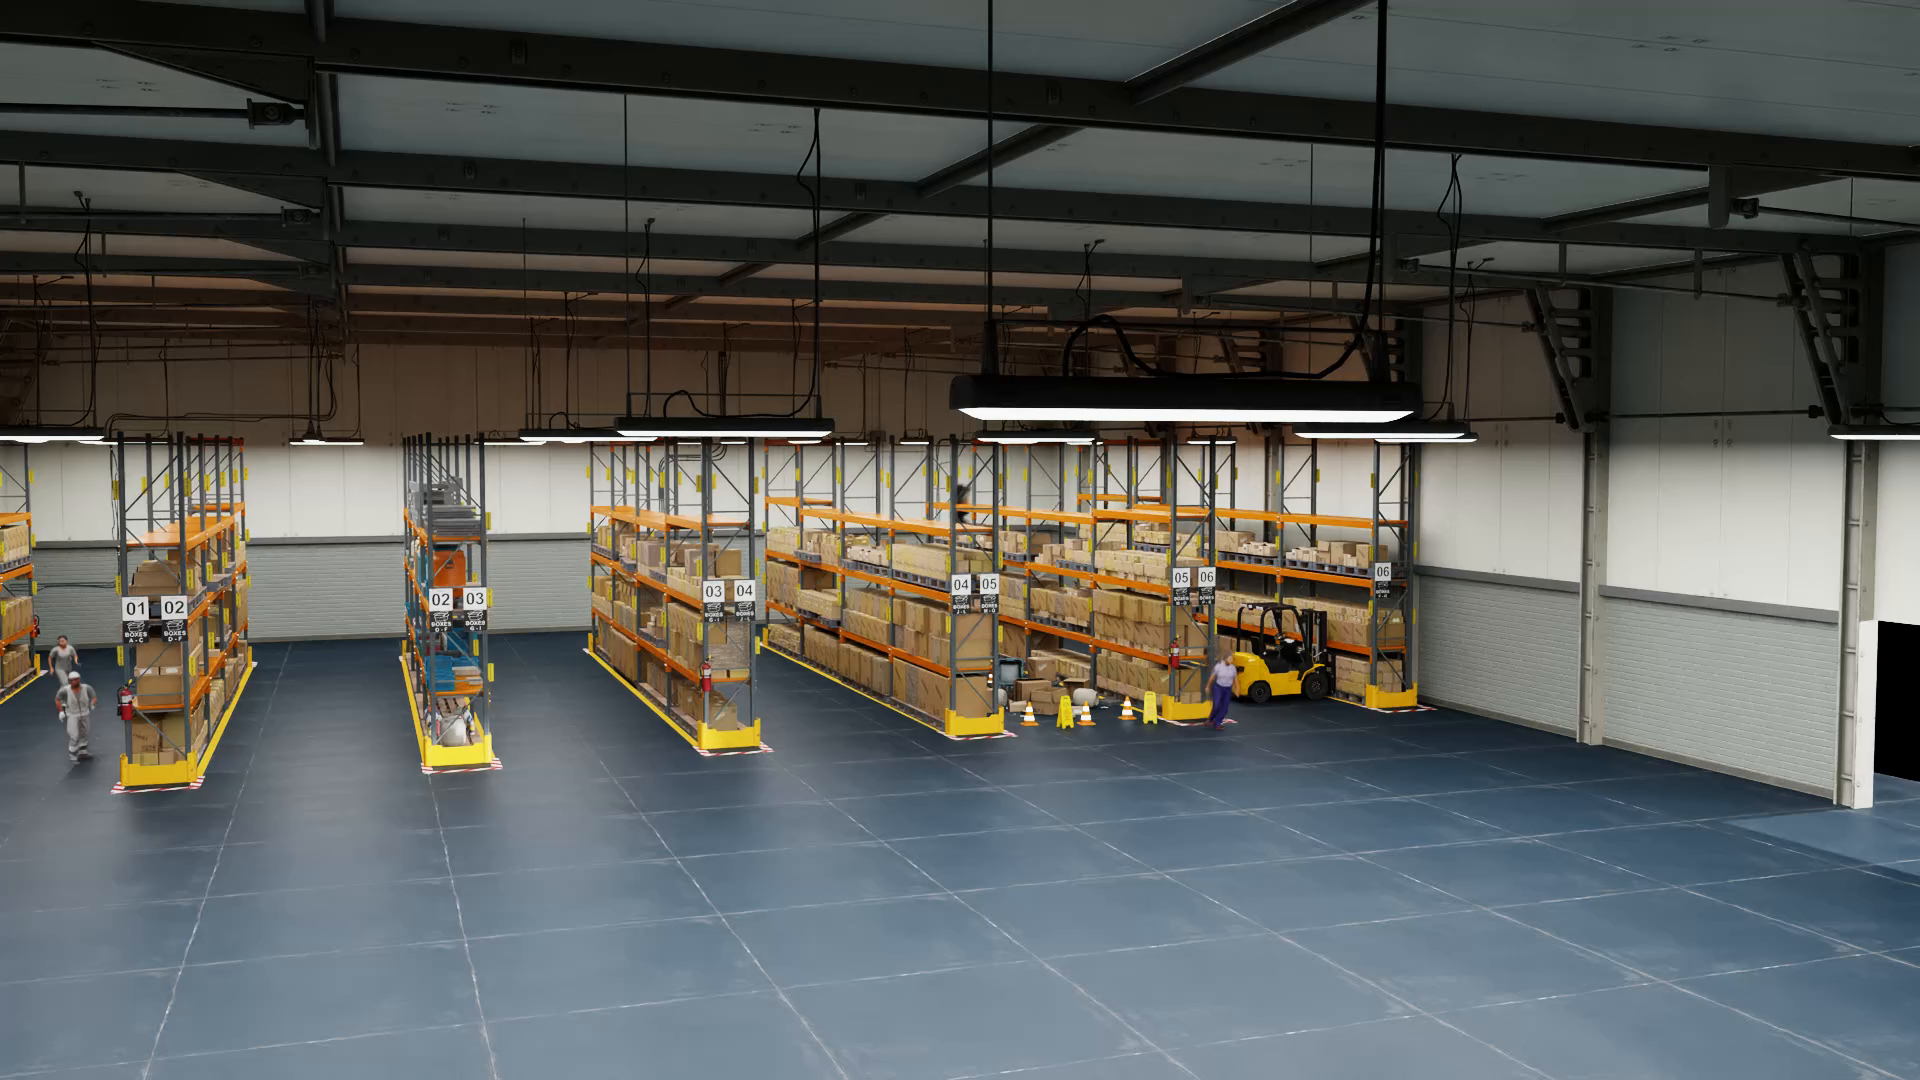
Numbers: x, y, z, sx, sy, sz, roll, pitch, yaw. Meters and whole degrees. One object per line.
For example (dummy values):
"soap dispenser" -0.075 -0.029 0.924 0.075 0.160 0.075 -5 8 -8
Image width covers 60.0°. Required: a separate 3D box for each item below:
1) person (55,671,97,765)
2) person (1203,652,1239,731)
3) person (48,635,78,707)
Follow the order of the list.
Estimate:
"person" -15.987 3.221 30.210 0.894 1.736 0.701 3 4 41
"person" 5.284 3.062 33.676 0.649 1.616 0.532 -1 3 -18
"person" -19.861 2.906 36.931 0.793 1.631 0.583 2 4 28
